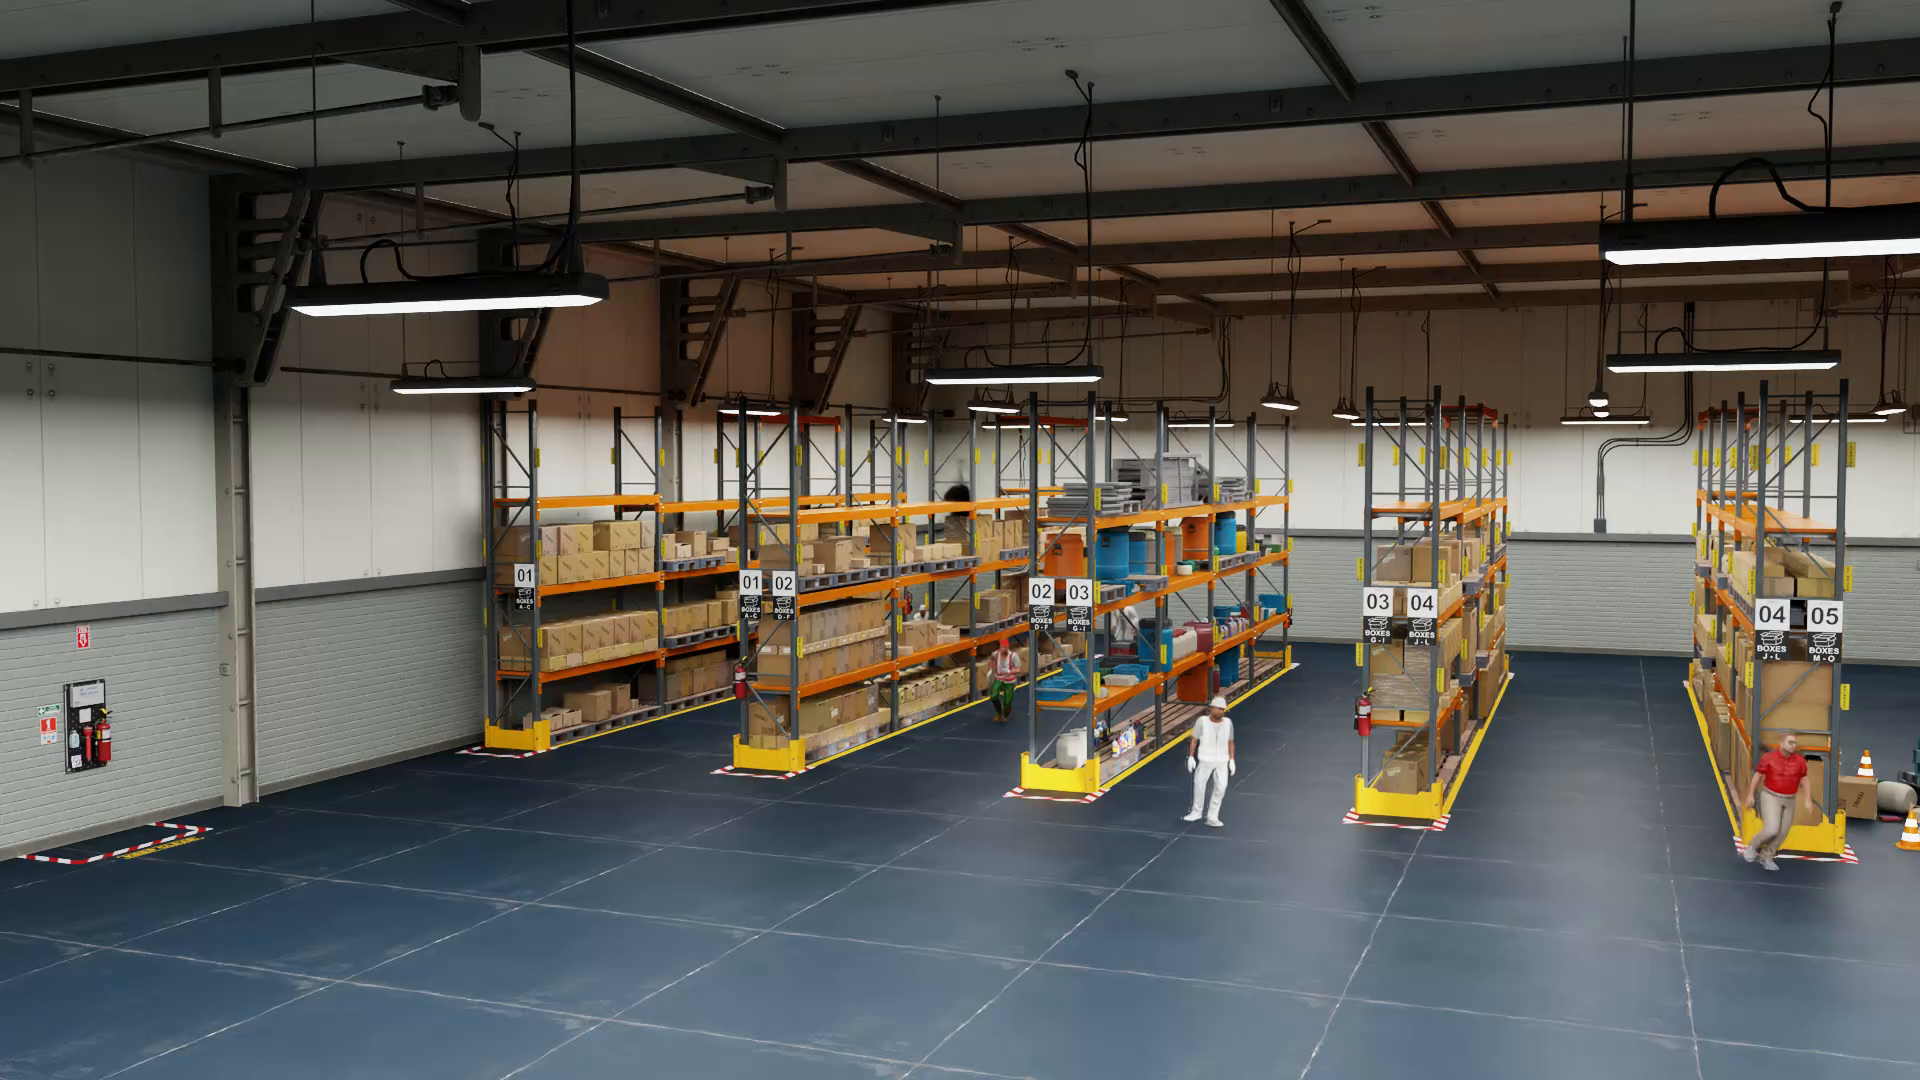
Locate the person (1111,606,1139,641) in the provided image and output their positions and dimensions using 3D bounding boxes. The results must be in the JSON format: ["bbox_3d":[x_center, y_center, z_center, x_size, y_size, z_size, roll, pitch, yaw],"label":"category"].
[{"bbox_3d":[4.077,2.199,40.710,0.716,1.599,1.002,1,3,25],"label":"person"}]

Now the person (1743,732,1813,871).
[{"bbox_3d":[9.911,3.164,20.154,0.657,1.706,0.588,0,3,-6],"label":"person"}]

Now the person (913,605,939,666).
[{"bbox_3d":[-0.799,2.302,39.109,0.628,1.631,0.998,0,3,7],"label":"person"}]

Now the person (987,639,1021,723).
[{"bbox_3d":[0.819,2.642,31.199,0.697,1.629,0.890,1,3,13],"label":"person"}]

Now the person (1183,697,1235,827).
[{"bbox_3d":[3.390,3.001,22.625,0.667,1.759,0.474,0,3,-7],"label":"person"}]
